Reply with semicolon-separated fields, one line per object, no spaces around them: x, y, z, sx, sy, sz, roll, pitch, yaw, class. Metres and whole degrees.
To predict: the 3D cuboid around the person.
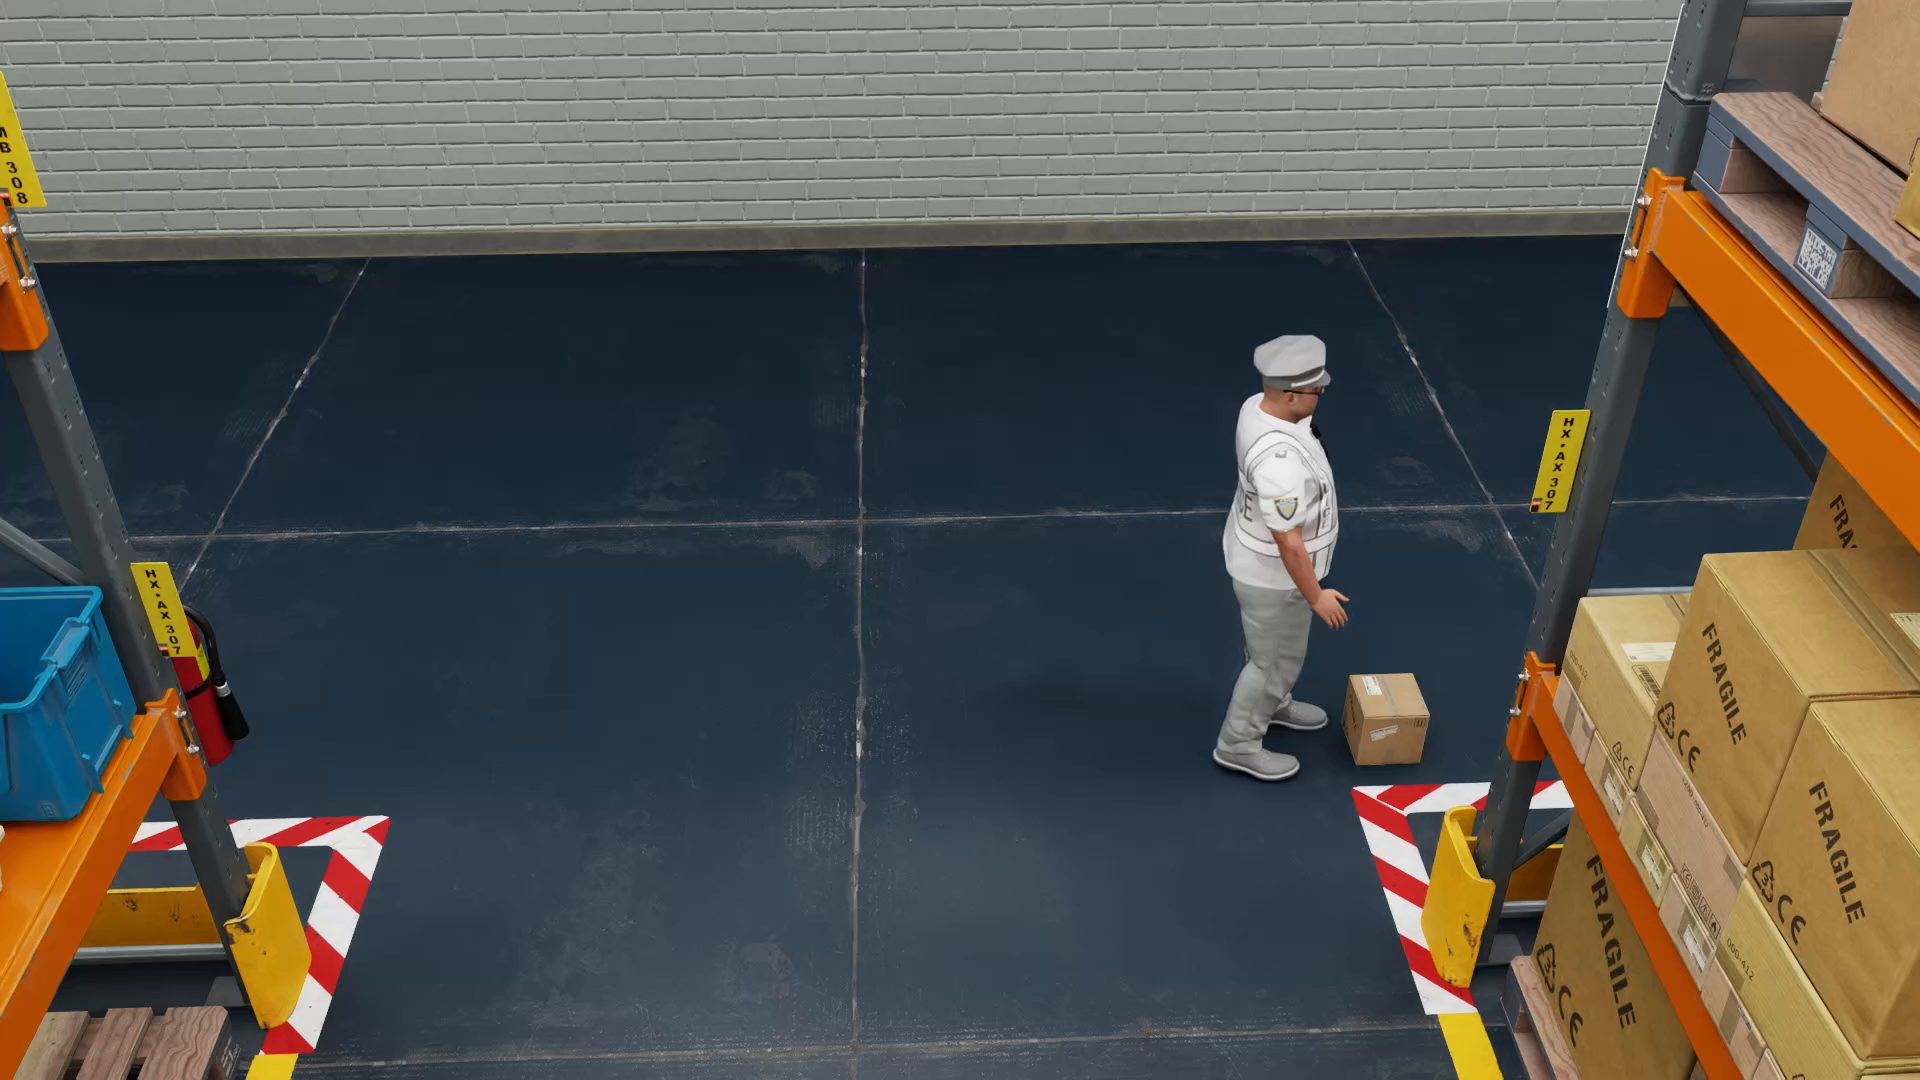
1.203;0.083;6.004;0.505;1.780;0.575;2;35;3;person
